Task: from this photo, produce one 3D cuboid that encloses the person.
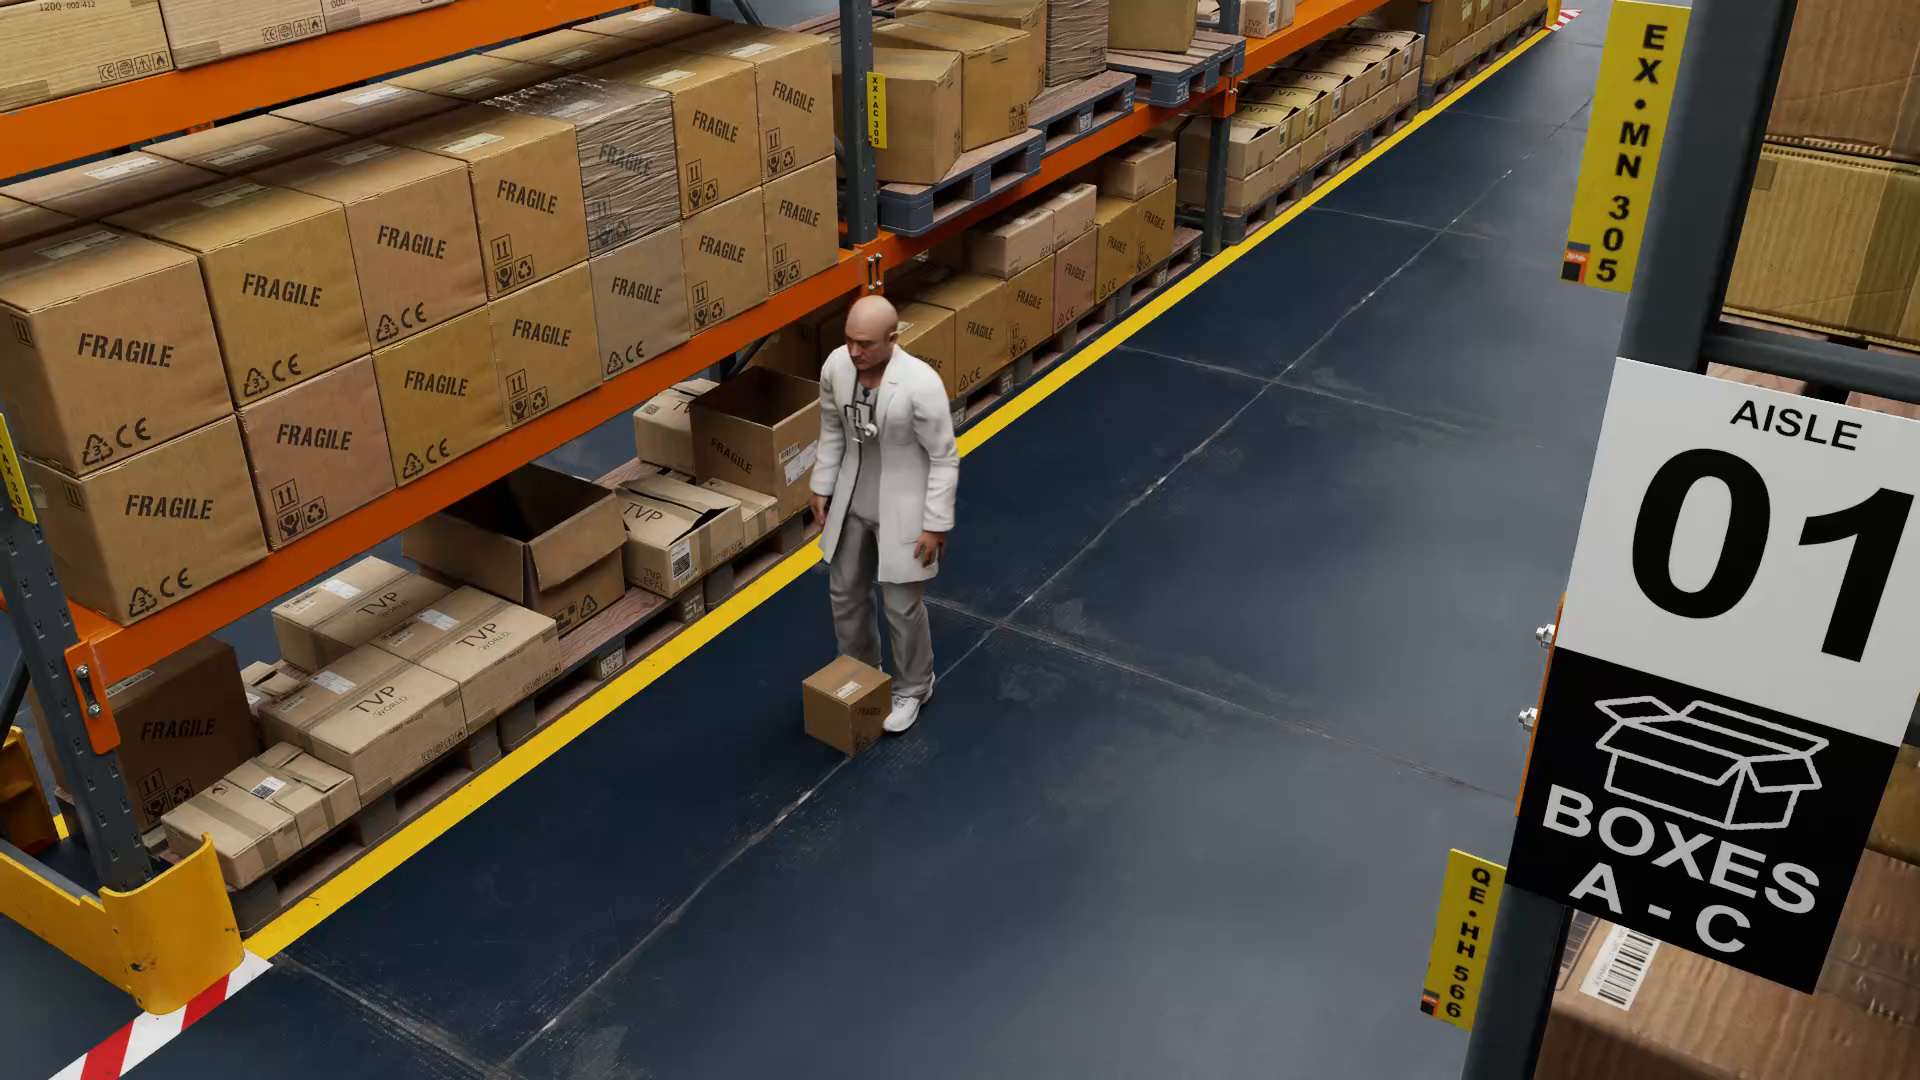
[{"bbox_3d":[-0.299,-0.114,6.342,0.650,1.774,0.417,19,35,29],"label":"person"}]
